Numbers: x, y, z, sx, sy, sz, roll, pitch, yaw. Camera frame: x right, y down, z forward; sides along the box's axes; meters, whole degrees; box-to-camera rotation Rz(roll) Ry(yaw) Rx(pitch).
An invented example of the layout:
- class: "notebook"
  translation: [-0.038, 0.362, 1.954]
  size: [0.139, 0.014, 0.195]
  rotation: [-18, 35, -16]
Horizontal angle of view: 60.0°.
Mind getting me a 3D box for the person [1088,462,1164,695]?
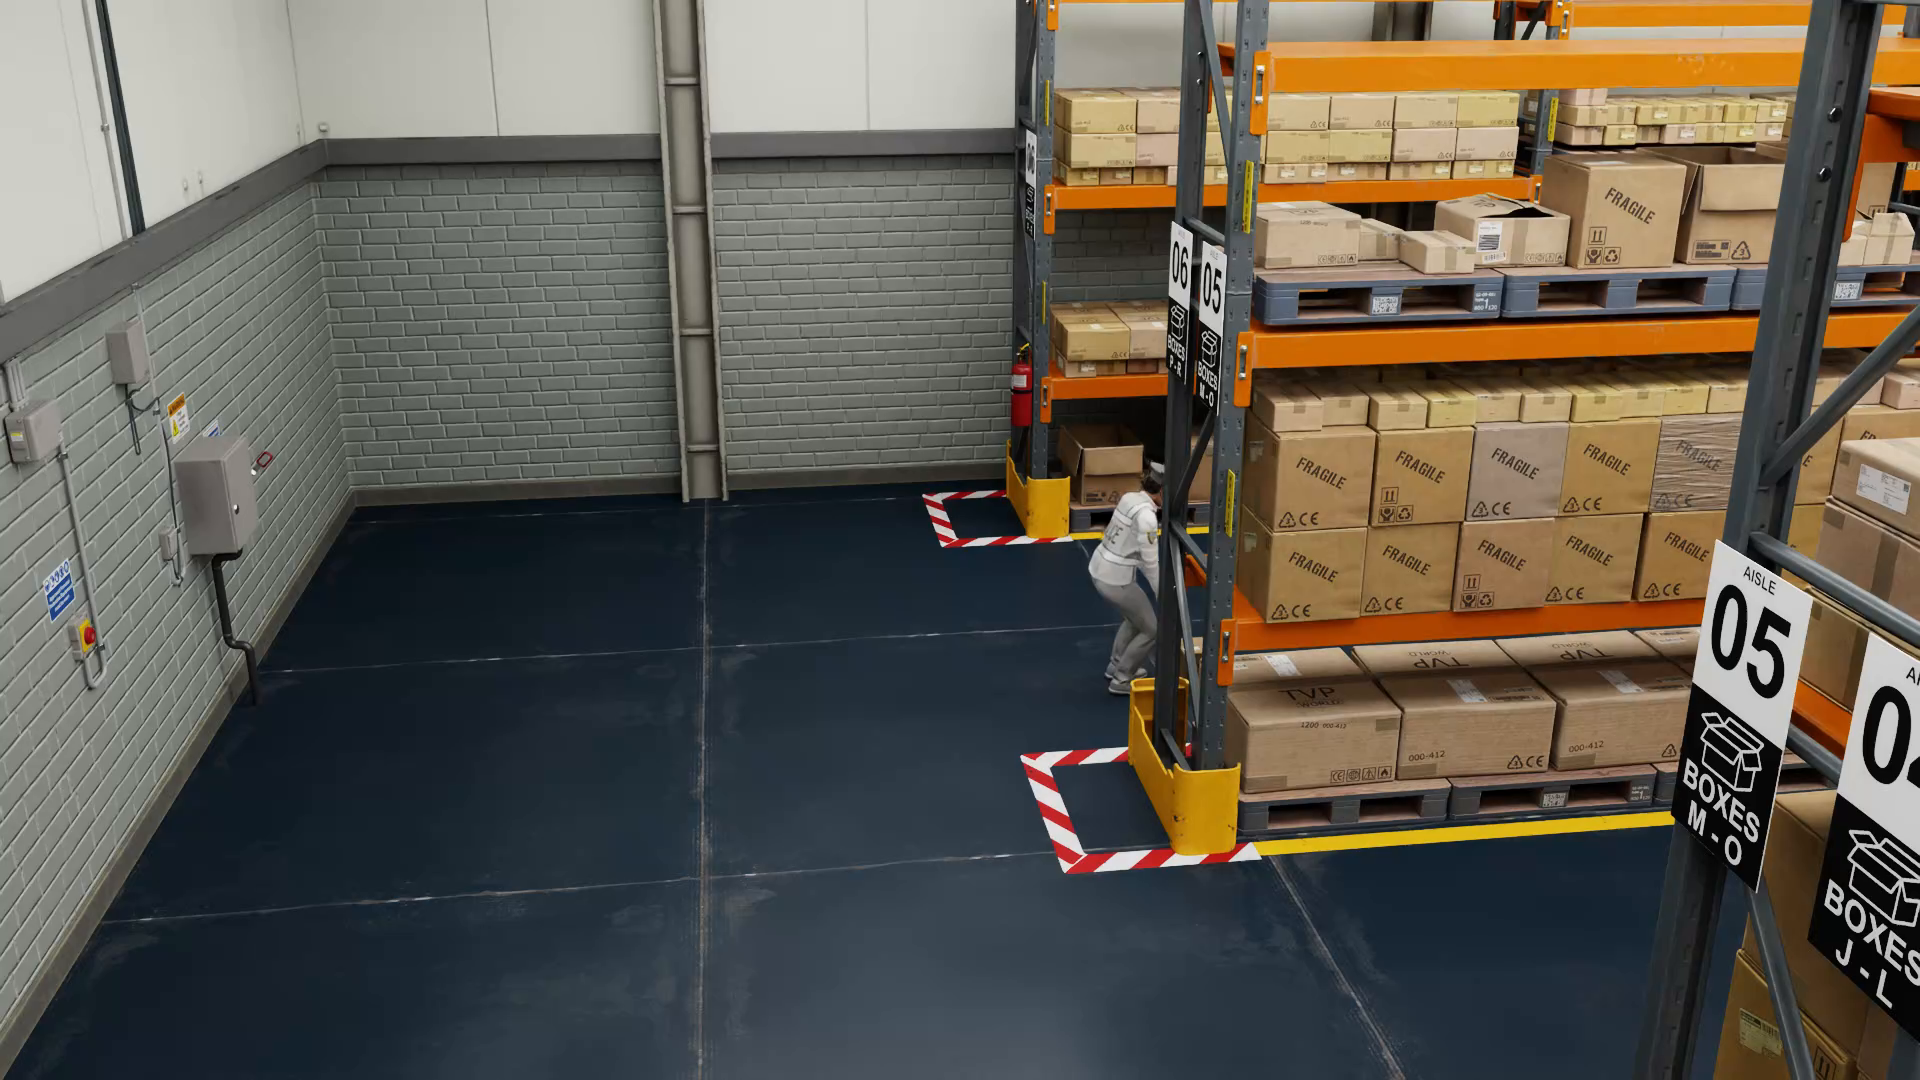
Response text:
- class: "person"
  translation: [1.128, 0.238, 10.679]
  size: [0.612, 1.501, 0.529]
  rotation: [-3, 20, -7]
